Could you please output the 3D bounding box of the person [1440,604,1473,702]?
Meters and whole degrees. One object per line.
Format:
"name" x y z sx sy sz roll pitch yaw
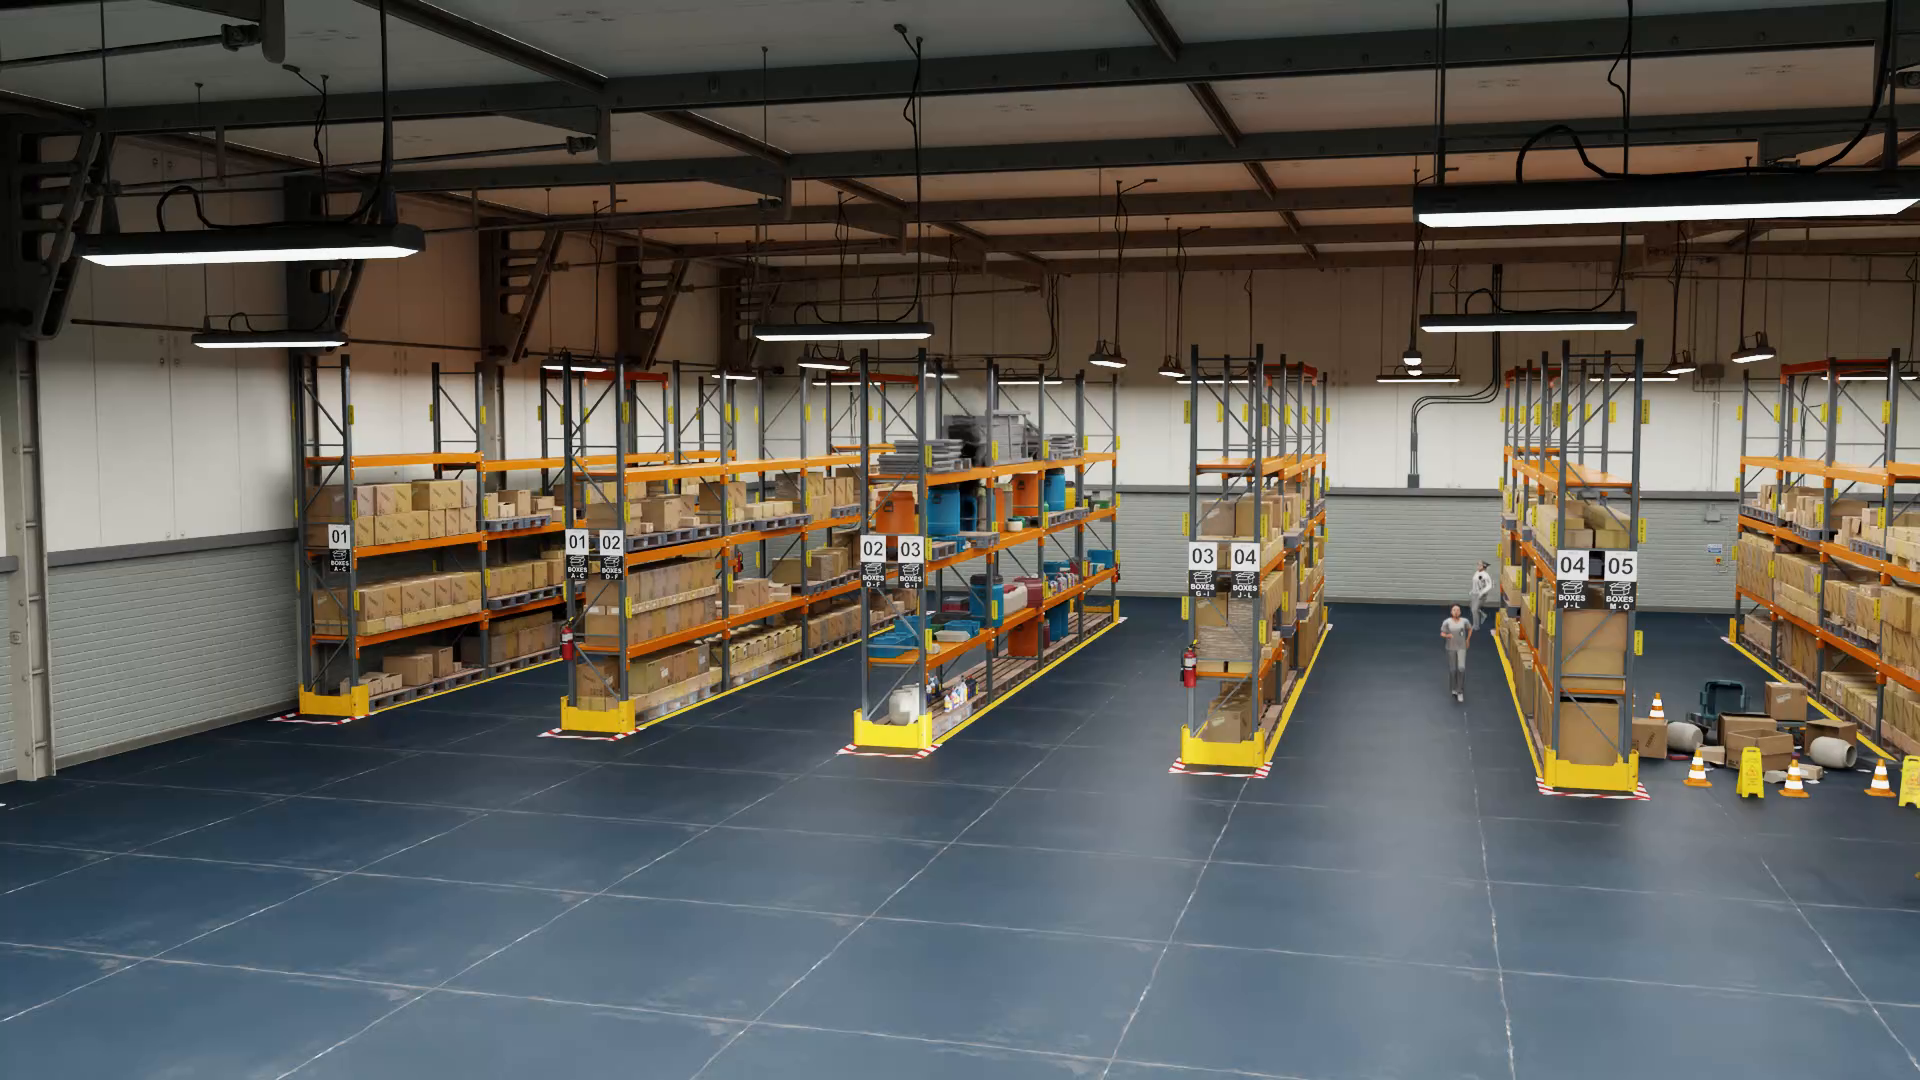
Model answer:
"person" 8.749 1.976 29.331 0.546 1.725 0.759 1 4 18

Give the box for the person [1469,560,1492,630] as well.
"person" 12.193 1.294 38.783 0.565 1.688 0.648 -2 5 -23
